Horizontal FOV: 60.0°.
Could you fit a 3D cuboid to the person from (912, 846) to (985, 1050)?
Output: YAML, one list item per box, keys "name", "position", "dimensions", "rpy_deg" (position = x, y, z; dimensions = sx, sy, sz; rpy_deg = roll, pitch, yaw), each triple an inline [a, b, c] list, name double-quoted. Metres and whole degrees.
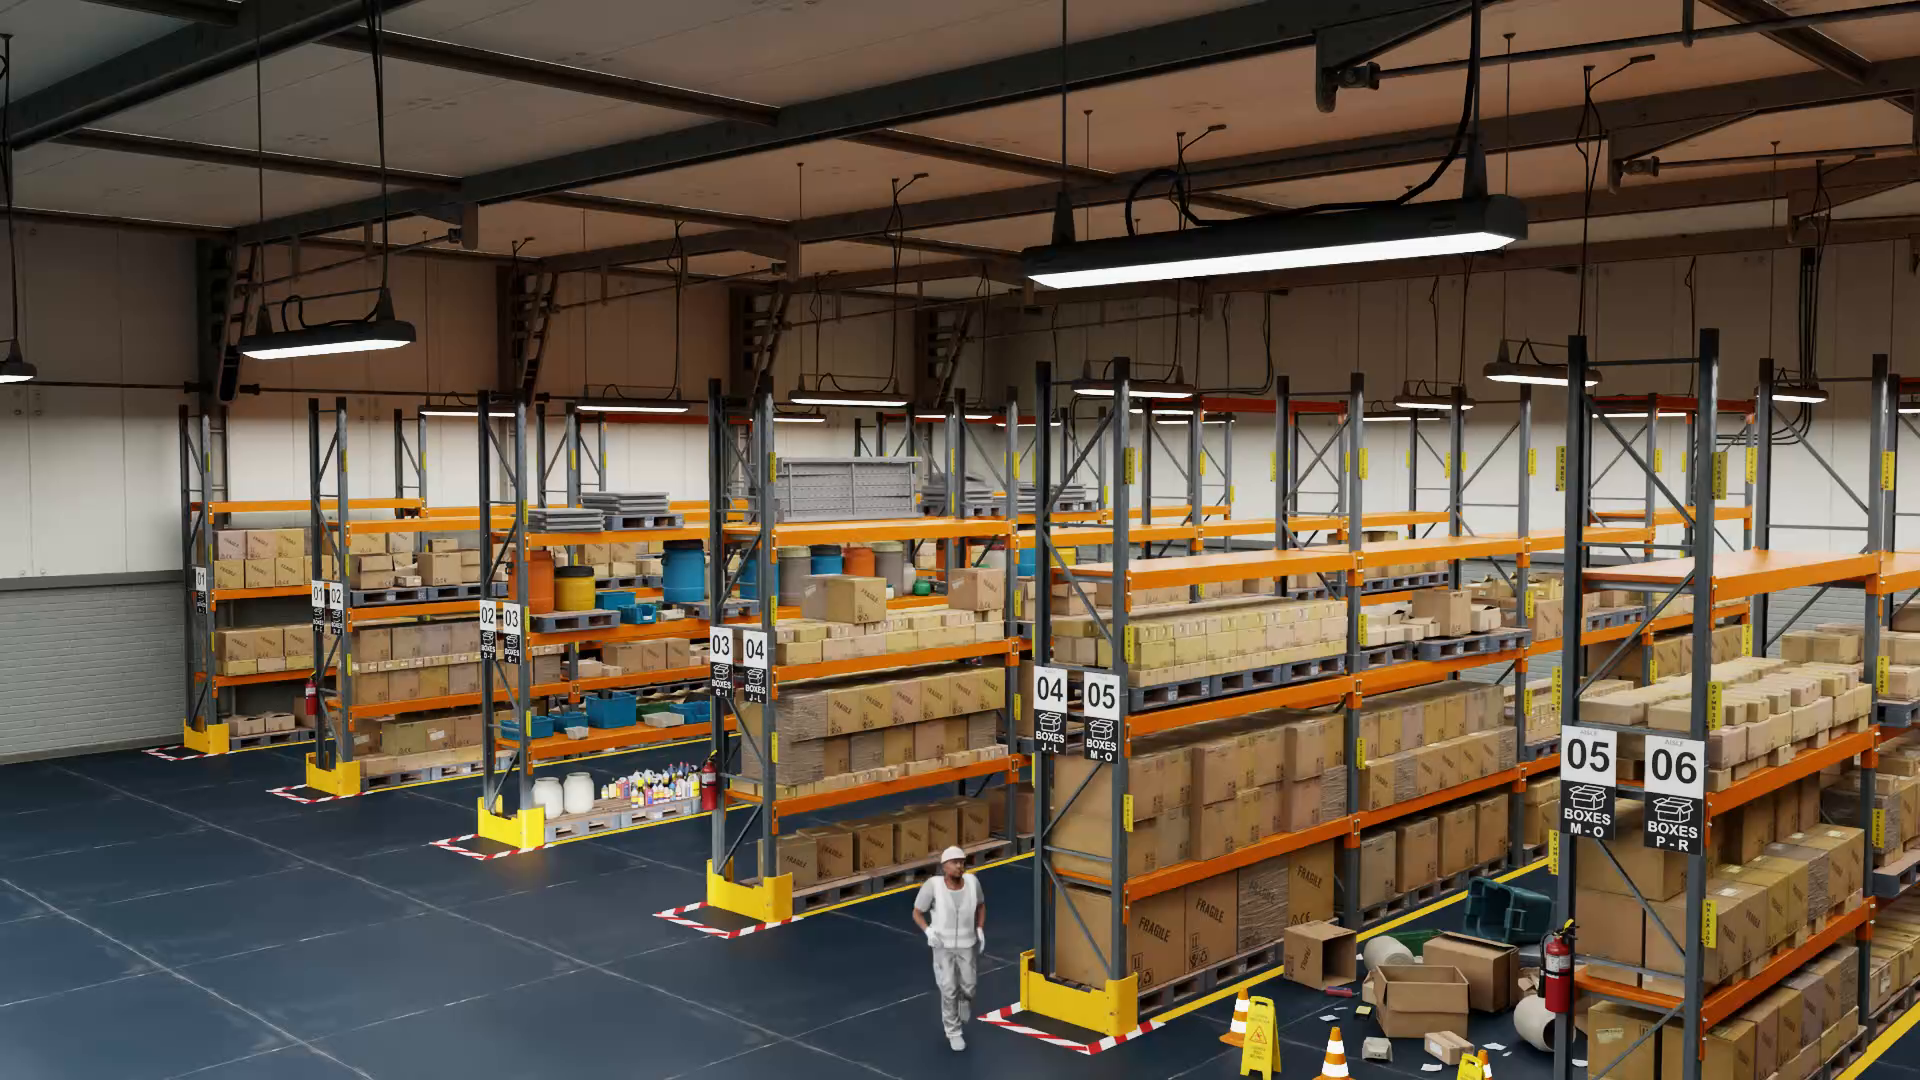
- name: "person"
  position: [-0.082, 3.532, 14.517]
  dimensions: [0.673, 1.749, 0.647]
  rpy_deg: [-1, 3, -15]
